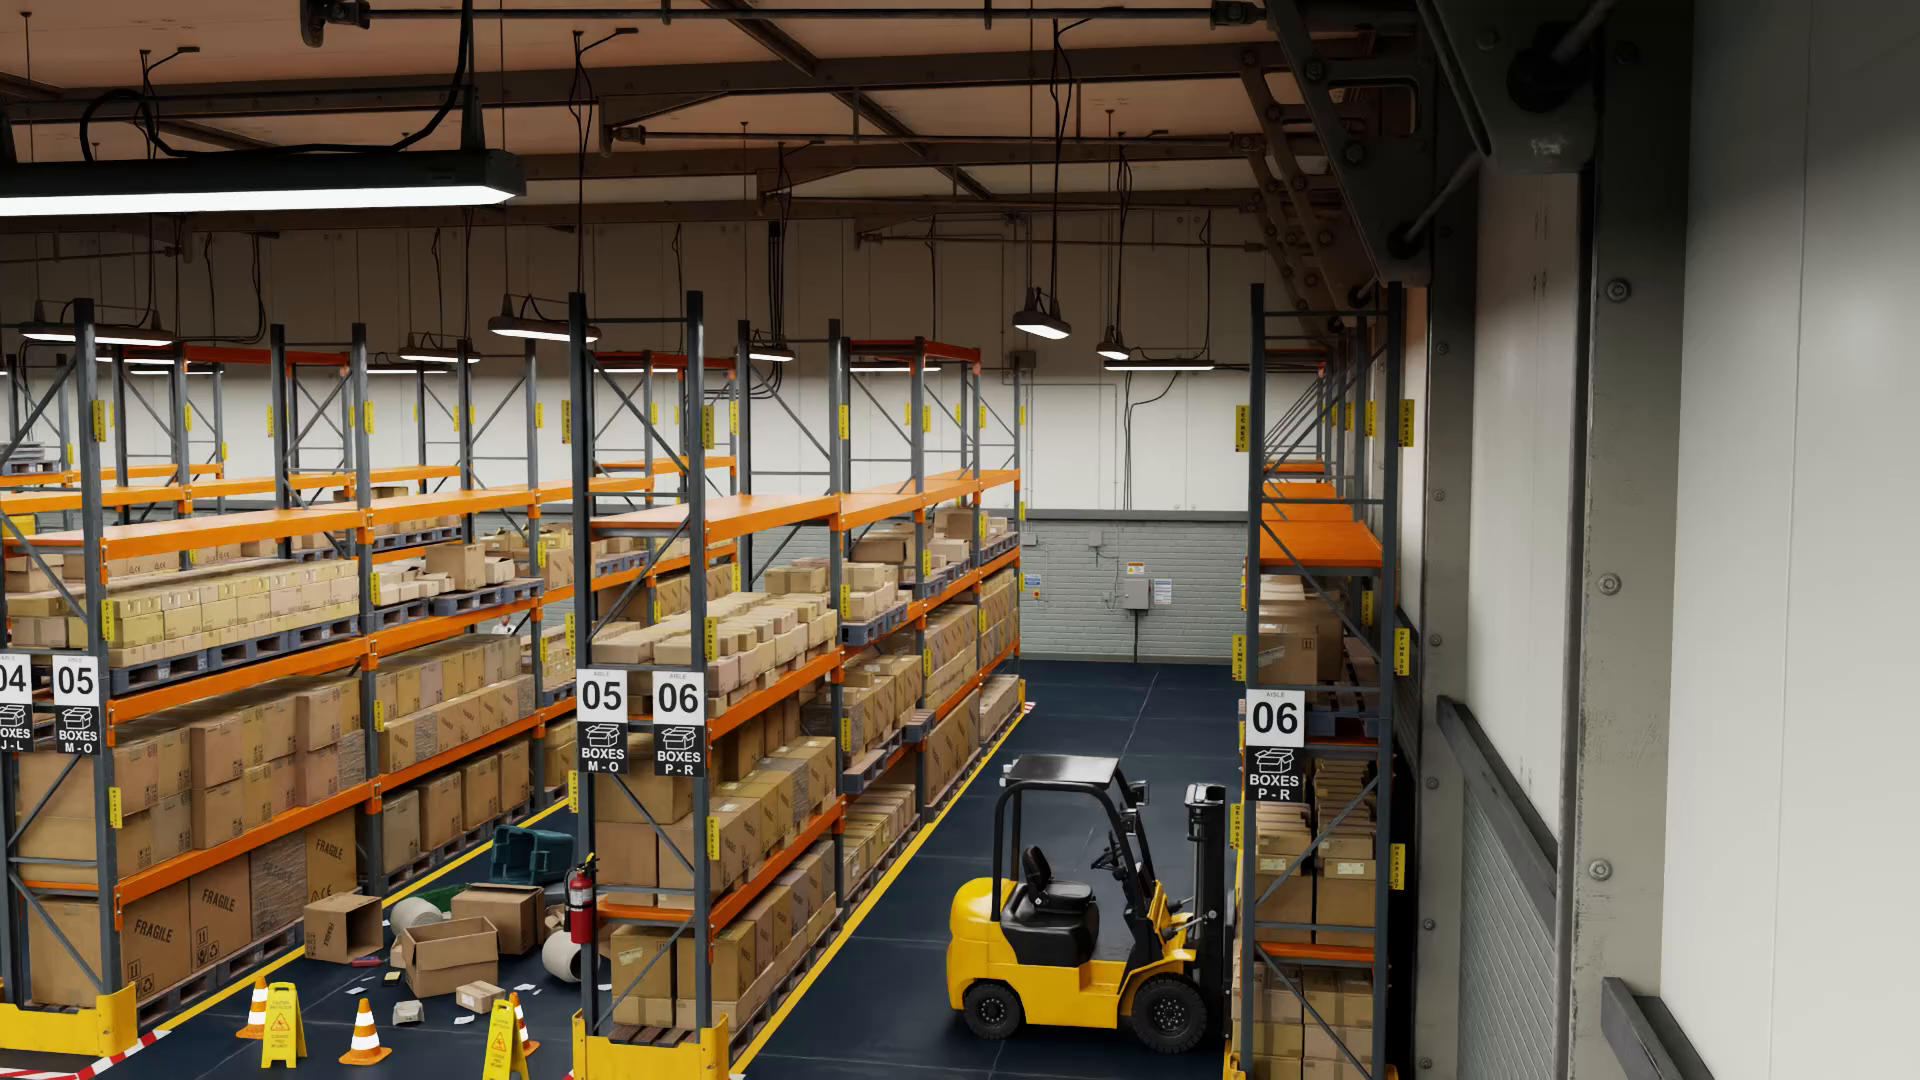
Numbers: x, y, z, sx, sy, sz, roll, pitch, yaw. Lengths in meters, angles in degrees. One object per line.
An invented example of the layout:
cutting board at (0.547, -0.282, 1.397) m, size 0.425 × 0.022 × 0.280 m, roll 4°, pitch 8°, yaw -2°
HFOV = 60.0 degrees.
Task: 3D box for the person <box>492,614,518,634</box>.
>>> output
person at (-7.875, 2.047, 28.632) m, size 0.513 × 1.676 × 0.716 m, roll 0°, pitch 5°, yaw -3°
